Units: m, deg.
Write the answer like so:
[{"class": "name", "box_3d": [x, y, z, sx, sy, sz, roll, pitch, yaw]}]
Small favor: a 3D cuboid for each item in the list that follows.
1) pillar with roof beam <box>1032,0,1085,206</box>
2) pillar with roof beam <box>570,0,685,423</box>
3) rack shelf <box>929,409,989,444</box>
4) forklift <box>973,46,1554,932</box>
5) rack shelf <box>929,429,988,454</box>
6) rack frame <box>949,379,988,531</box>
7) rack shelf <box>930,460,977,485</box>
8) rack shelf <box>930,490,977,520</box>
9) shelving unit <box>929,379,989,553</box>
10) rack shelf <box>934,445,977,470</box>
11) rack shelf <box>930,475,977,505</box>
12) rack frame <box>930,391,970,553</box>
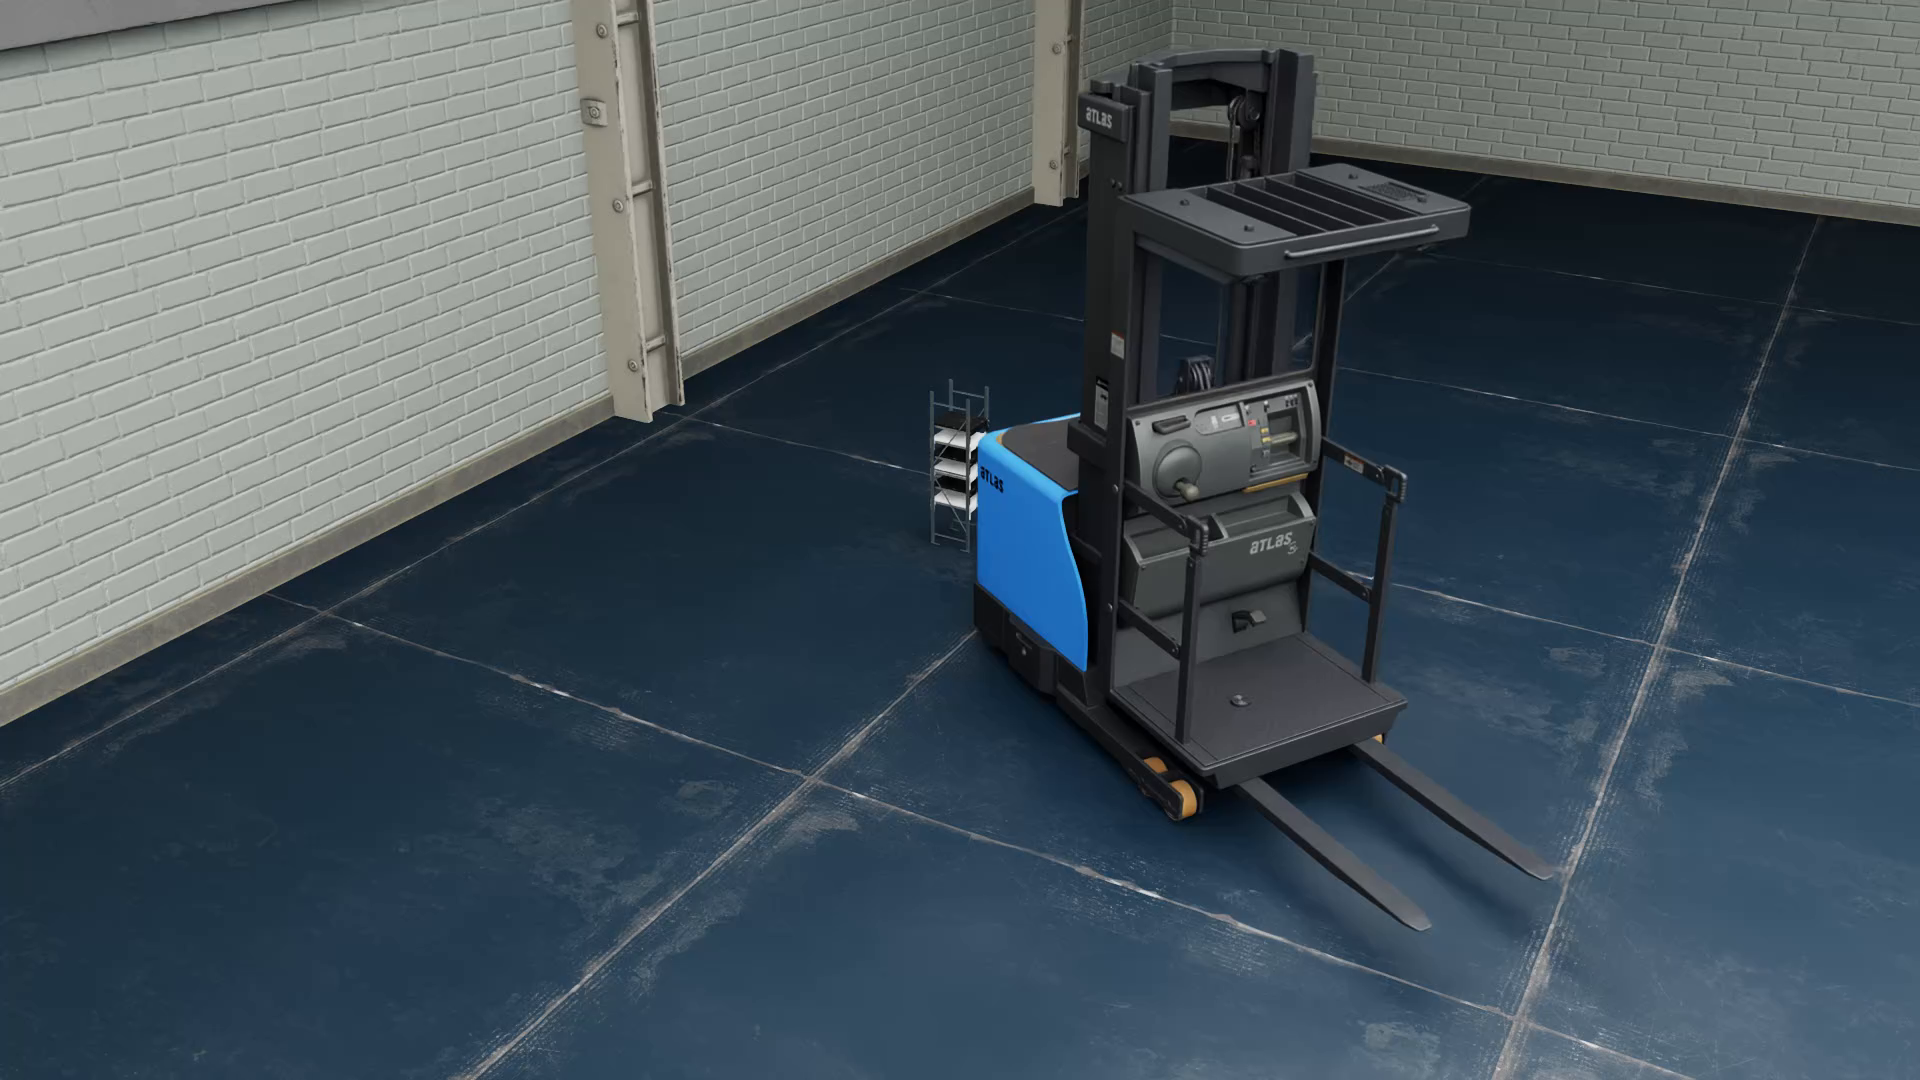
[{"class": "pillar with roof beam", "box_3d": [4.642, -6.282, 11.746, 9.100, 9.000, 0.400, 14, 30, 26]}, {"class": "pillar with roof beam", "box_3d": [1.691, -3.943, 7.075, 9.100, 9.000, 0.400, 14, 30, 26]}, {"class": "rack shelf", "box_3d": [-0.004, -0.611, 8.936, 0.258, 0.077, 0.200, 14, 30, 26]}, {"class": "forklift", "box_3d": [1.214, -0.377, 6.728, 1.130, 2.935, 3.031, -14, 30, -25]}, {"class": "rack shelf", "box_3d": [-0.004, -0.530, 8.977, 0.258, 0.077, 0.200, 14, 30, 26]}, {"class": "rack frame", "box_3d": [0.046, -0.439, 9.121, 0.240, 0.900, 0.006, 14, 30, 26]}, {"class": "rack shelf", "box_3d": [-0.004, -0.369, 9.057, 0.258, 0.077, 0.200, 14, 30, 26]}, {"class": "rack shelf", "box_3d": [-0.004, -0.208, 9.138, 0.258, 0.077, 0.200, 14, 30, 26]}, {"class": "shelving unit", "box_3d": [-0.004, -0.399, 9.042, 0.258, 0.900, 0.210, 14, 30, 26]}, {"class": "rack shelf", "box_3d": [-0.004, -0.450, 9.017, 0.258, 0.077, 0.200, 14, 30, 26]}, {"class": "rack shelf", "box_3d": [-0.004, -0.289, 9.097, 0.258, 0.077, 0.200, 14, 30, 26]}, {"class": "rack frame", "box_3d": [-0.054, -0.360, 8.963, 0.240, 0.900, 0.006, 14, 30, 26]}]
